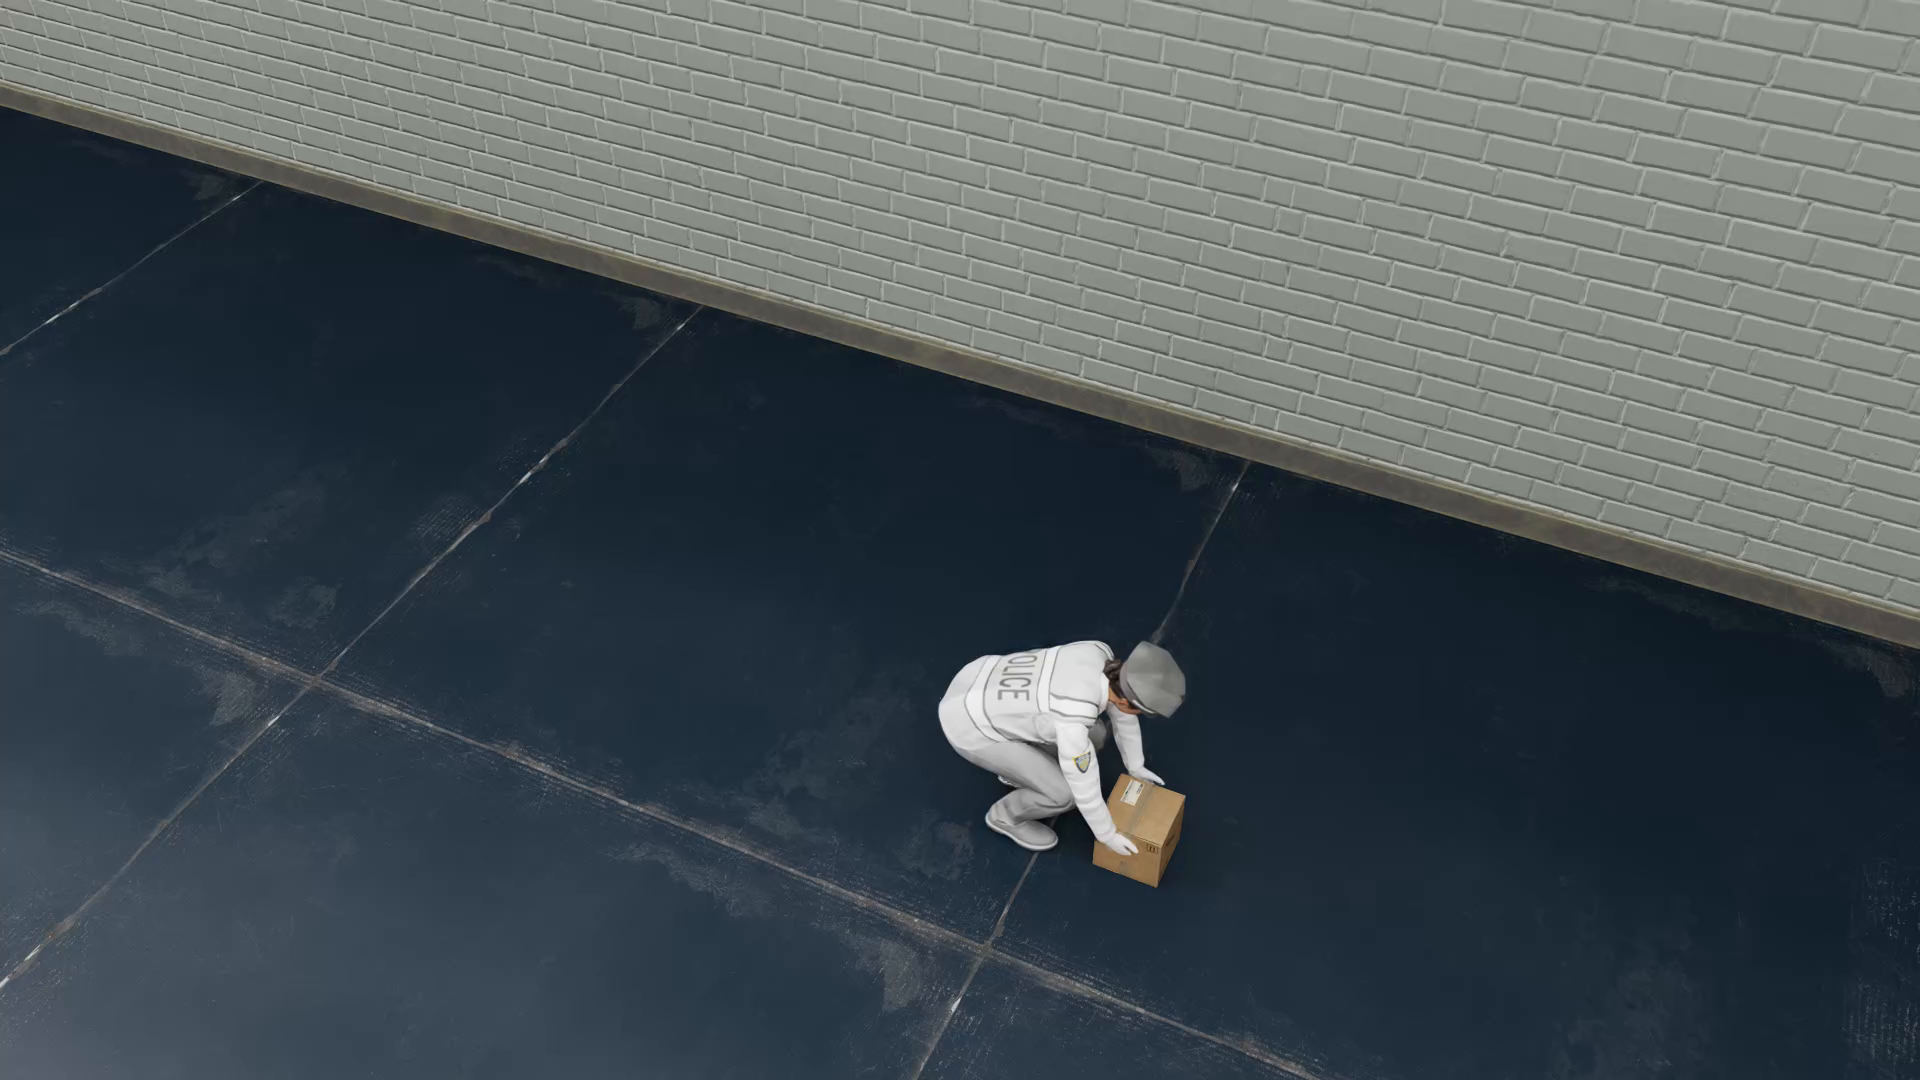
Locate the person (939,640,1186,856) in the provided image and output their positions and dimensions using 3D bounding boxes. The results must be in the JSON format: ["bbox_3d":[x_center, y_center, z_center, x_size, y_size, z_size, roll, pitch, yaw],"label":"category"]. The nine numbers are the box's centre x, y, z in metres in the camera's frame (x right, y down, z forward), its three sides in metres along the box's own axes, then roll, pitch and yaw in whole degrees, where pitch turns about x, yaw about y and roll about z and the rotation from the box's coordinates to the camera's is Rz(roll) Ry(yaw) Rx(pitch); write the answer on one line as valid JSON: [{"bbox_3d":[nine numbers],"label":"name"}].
[{"bbox_3d":[0.358,0.684,5.947,0.851,0.944,0.482,17,45,18],"label":"person"}]
